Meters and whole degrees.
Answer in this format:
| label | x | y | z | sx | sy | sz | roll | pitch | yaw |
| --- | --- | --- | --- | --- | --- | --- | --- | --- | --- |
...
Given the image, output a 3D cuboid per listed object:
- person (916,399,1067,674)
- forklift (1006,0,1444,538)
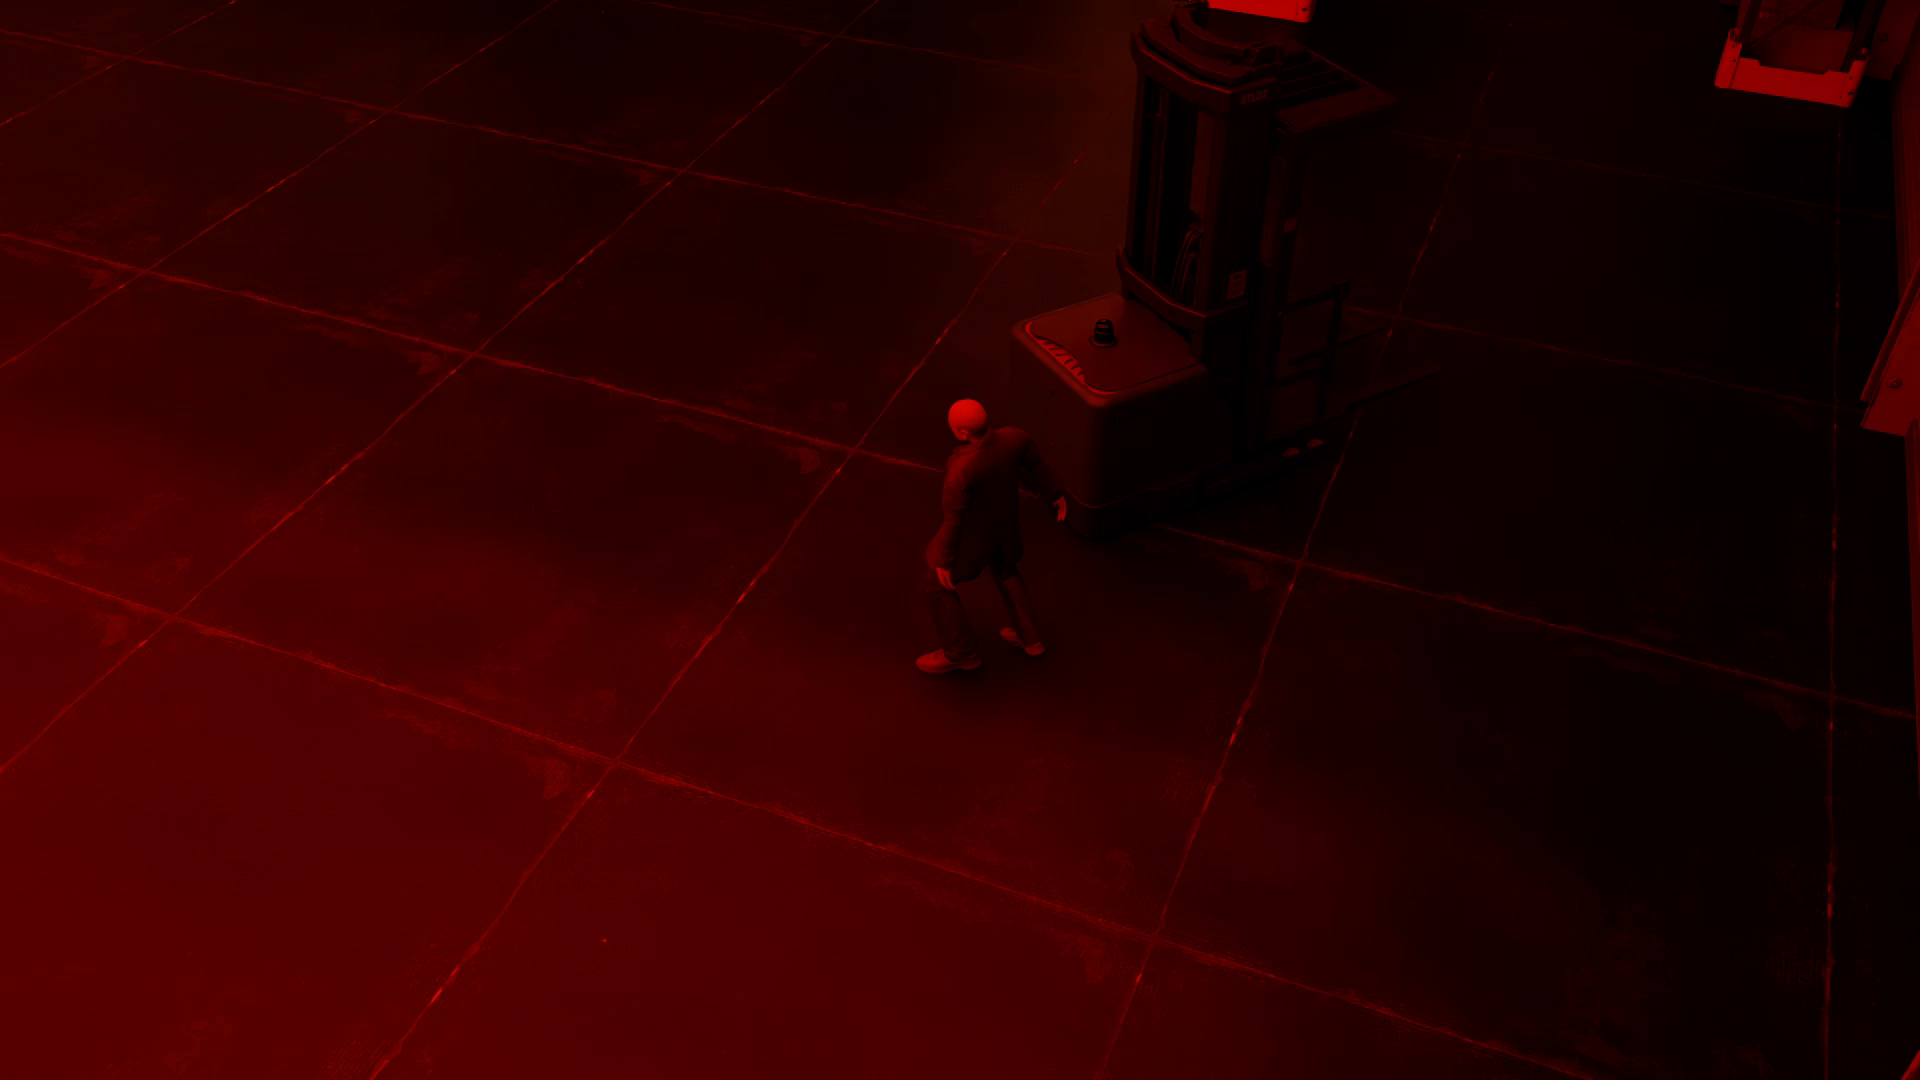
| label | x | y | z | sx | sy | sz | roll | pitch | yaw |
| --- | --- | --- | --- | --- | --- | --- | --- | --- | --- |
| person | 0.185 | -0.035 | 9.048 | 0.935 | 1.754 | 0.571 | -26 | 47 | -28 |
| forklift | 1.830 | -1.832 | 10.195 | 3.031 | 2.935 | 1.130 | -20 | 44 | -22 |
